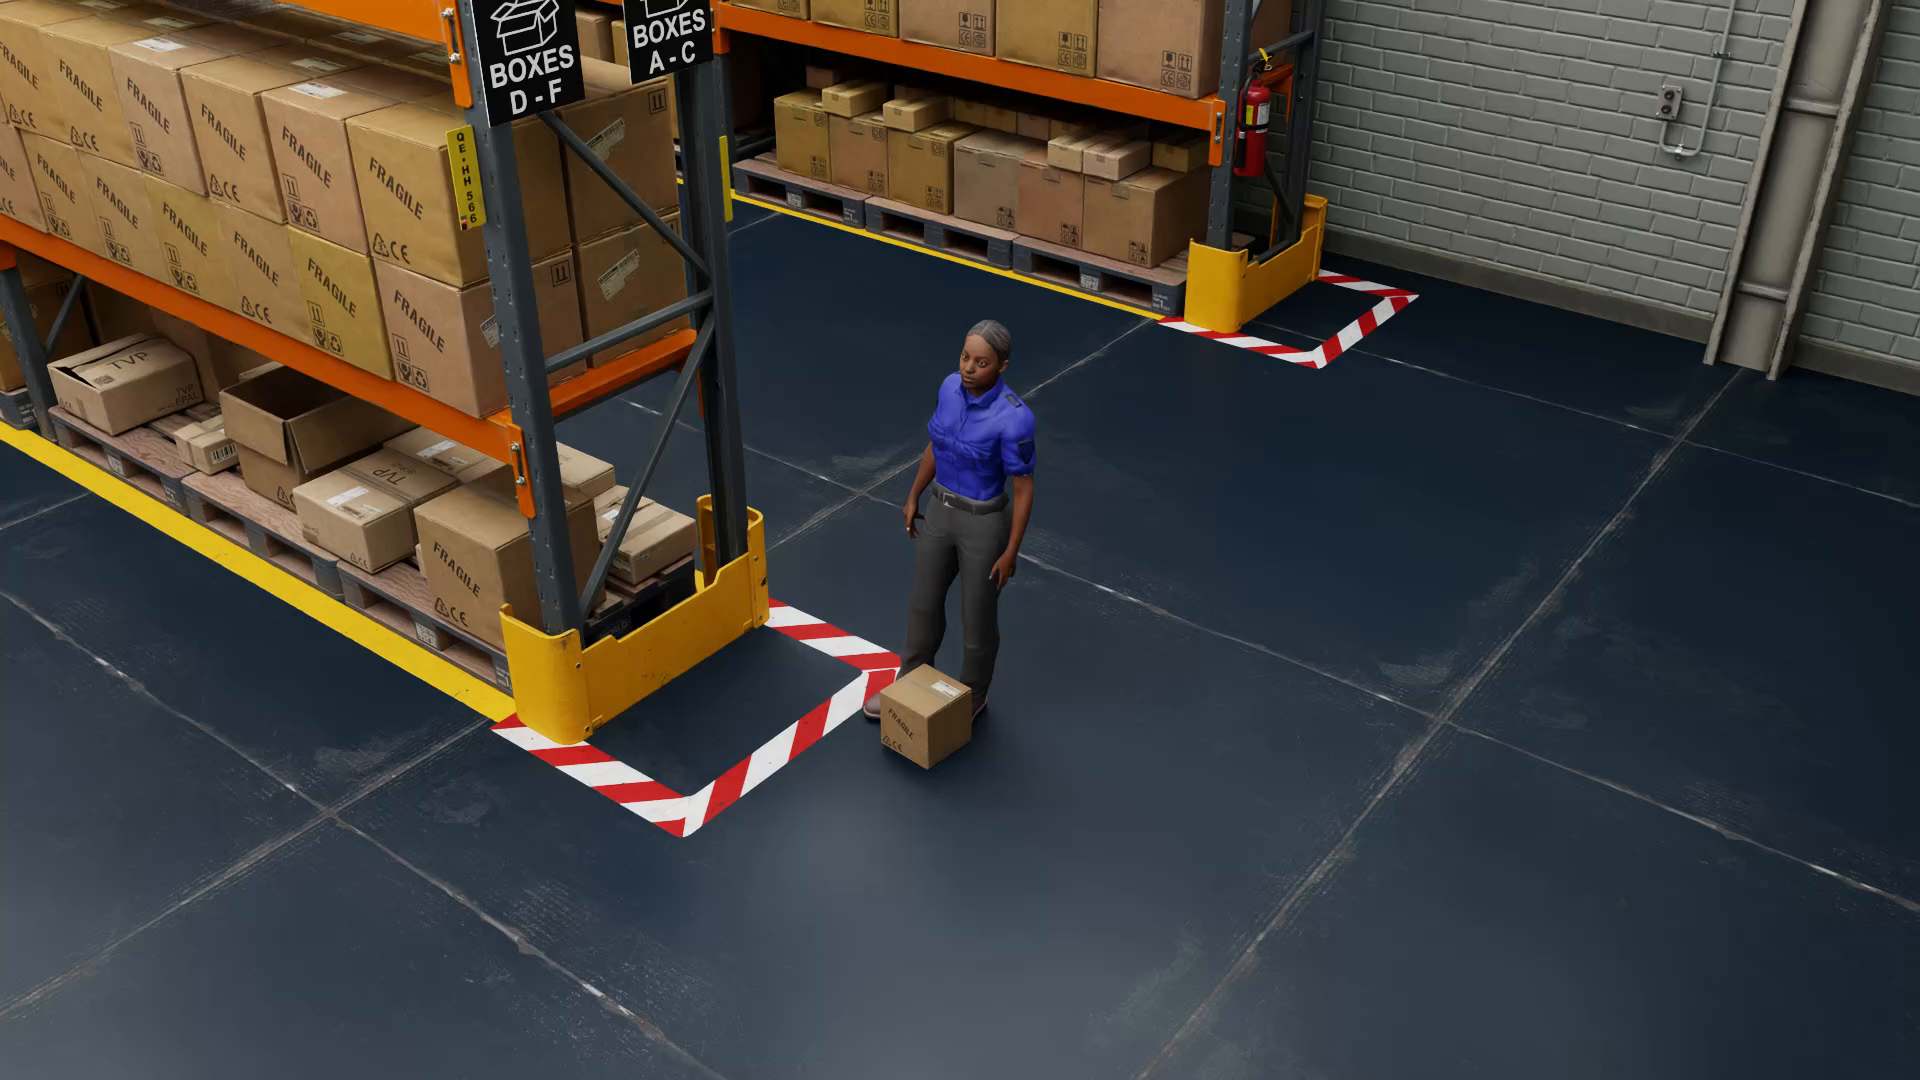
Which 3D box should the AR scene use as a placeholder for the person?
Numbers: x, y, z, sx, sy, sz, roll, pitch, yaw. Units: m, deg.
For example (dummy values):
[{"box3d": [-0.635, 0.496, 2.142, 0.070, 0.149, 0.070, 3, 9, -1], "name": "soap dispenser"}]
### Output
[{"box3d": [-0.031, -0.018, 6.151, 0.569, 1.656, 0.503, 26, 39, 36], "name": "person"}]
